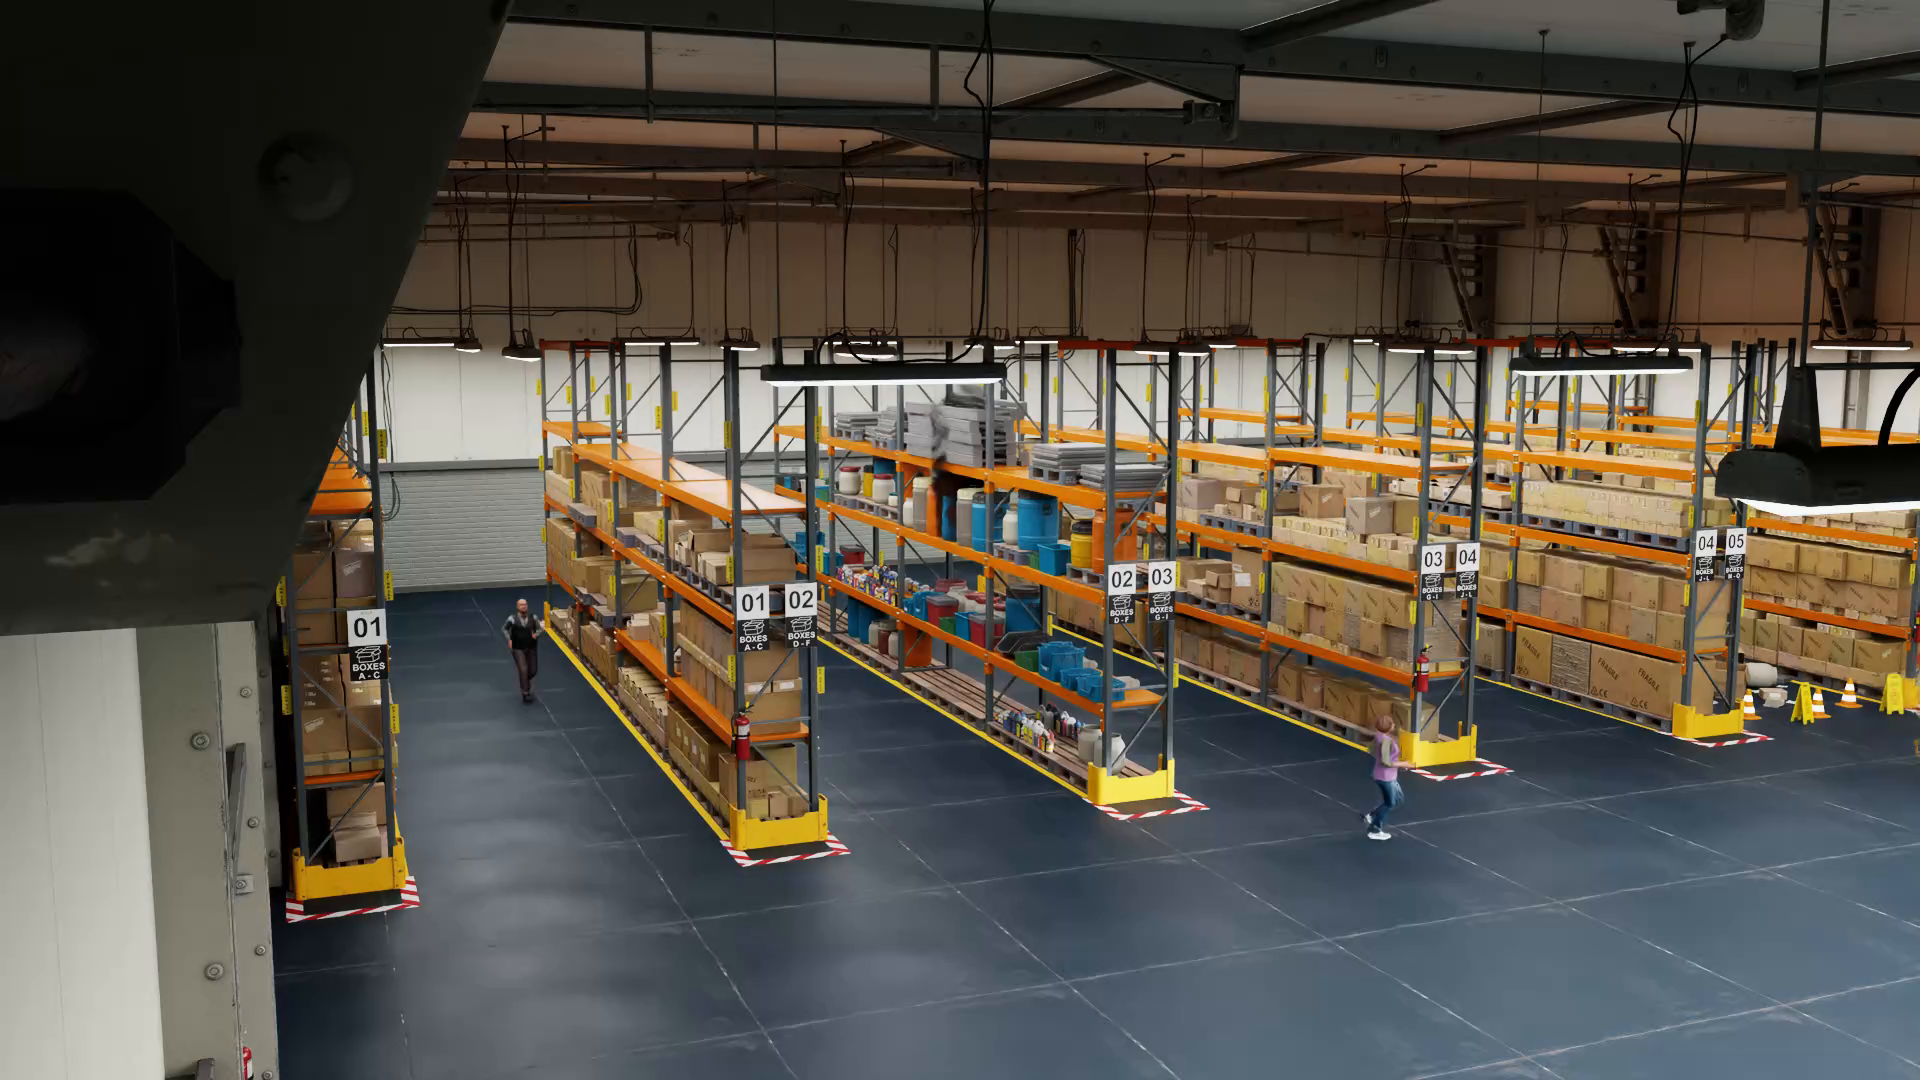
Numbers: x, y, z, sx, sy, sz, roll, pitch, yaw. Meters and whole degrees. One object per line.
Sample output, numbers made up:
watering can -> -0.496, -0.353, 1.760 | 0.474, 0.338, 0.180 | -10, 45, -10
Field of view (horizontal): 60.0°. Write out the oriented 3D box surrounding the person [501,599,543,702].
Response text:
person -> -7.374, 1.843, 28.104 | 0.670, 1.695, 0.860 | -4, 8, -27

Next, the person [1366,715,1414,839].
person -> 5.274, 2.918, 20.406 | 0.532, 1.536, 0.525 | 1, 8, 8
